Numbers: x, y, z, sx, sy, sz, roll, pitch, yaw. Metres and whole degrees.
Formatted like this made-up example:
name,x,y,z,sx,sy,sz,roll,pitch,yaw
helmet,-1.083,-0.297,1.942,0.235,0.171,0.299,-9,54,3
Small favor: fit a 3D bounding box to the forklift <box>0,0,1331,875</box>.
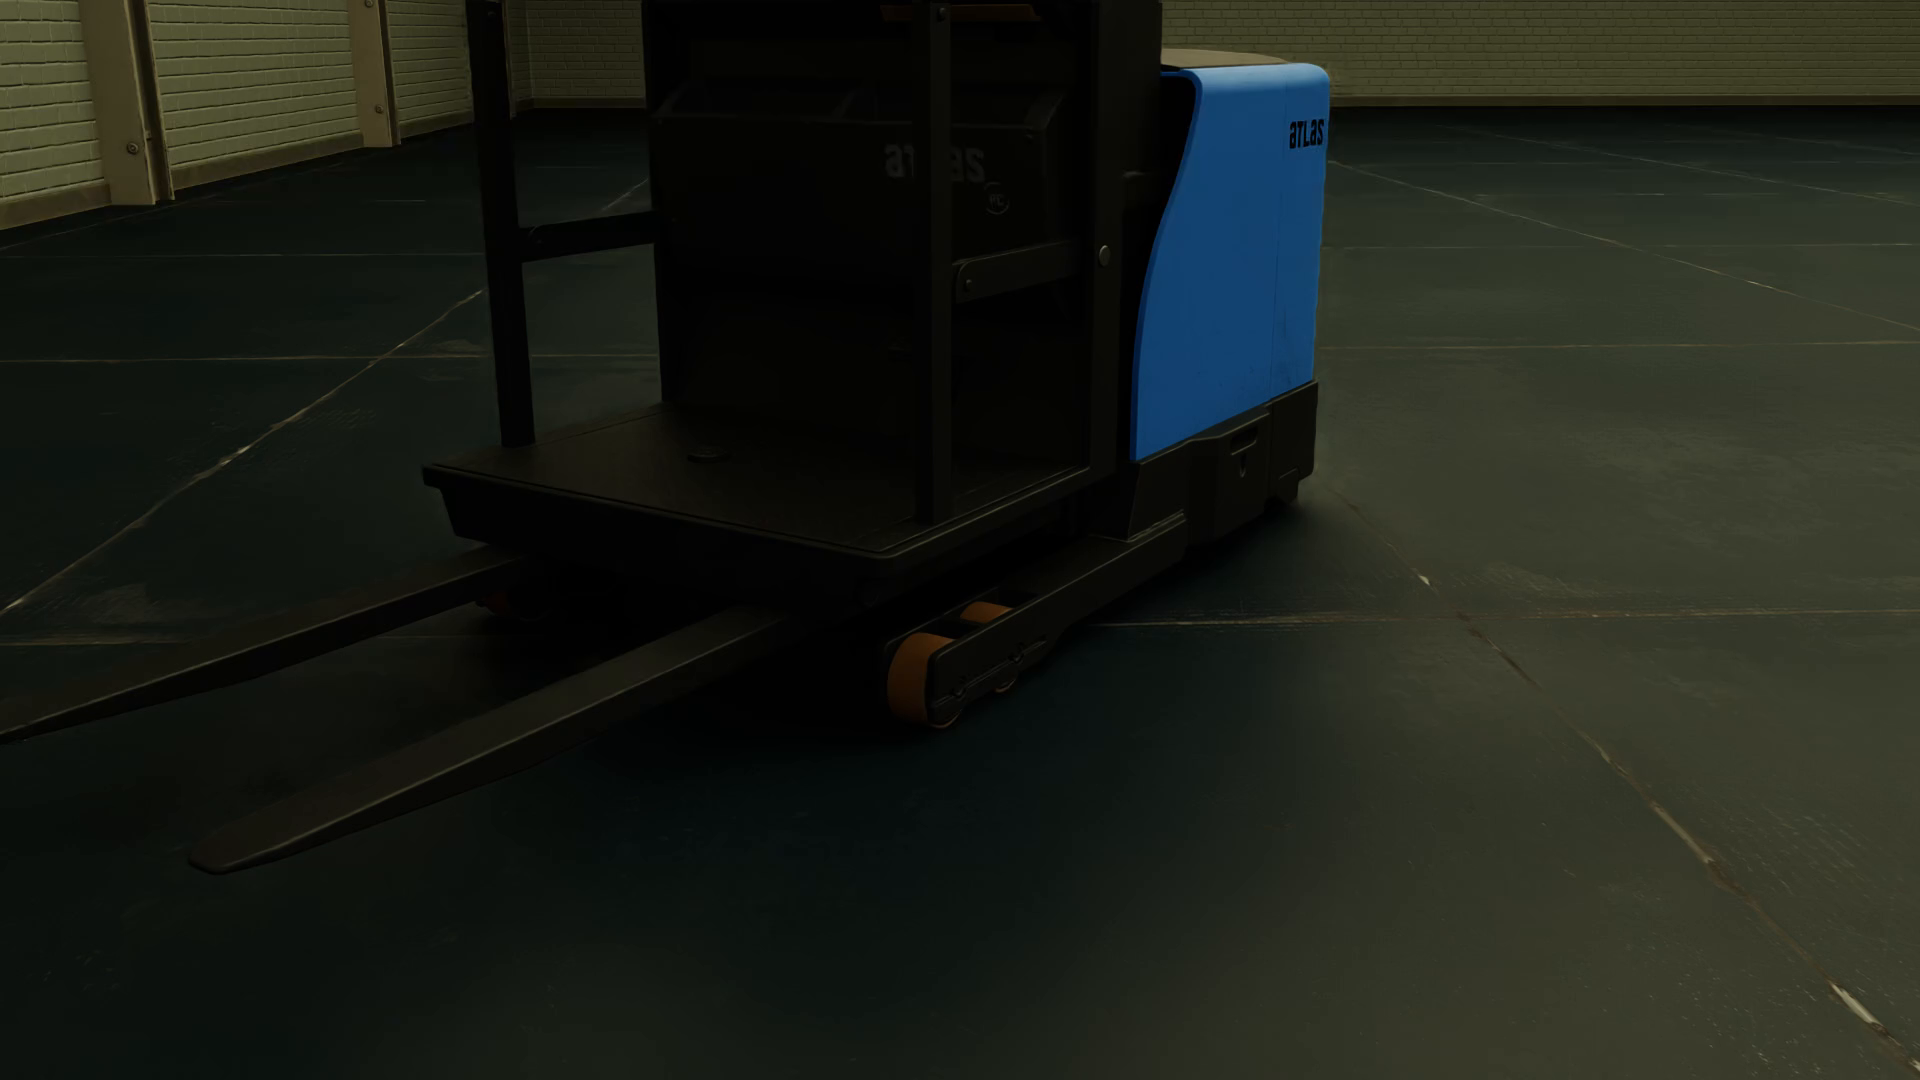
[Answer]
name,x,y,z,sx,sy,sz,roll,pitch,yaw
forklift,-0.318,-1.232,2.936,1.130,2.935,3.031,11,20,31
